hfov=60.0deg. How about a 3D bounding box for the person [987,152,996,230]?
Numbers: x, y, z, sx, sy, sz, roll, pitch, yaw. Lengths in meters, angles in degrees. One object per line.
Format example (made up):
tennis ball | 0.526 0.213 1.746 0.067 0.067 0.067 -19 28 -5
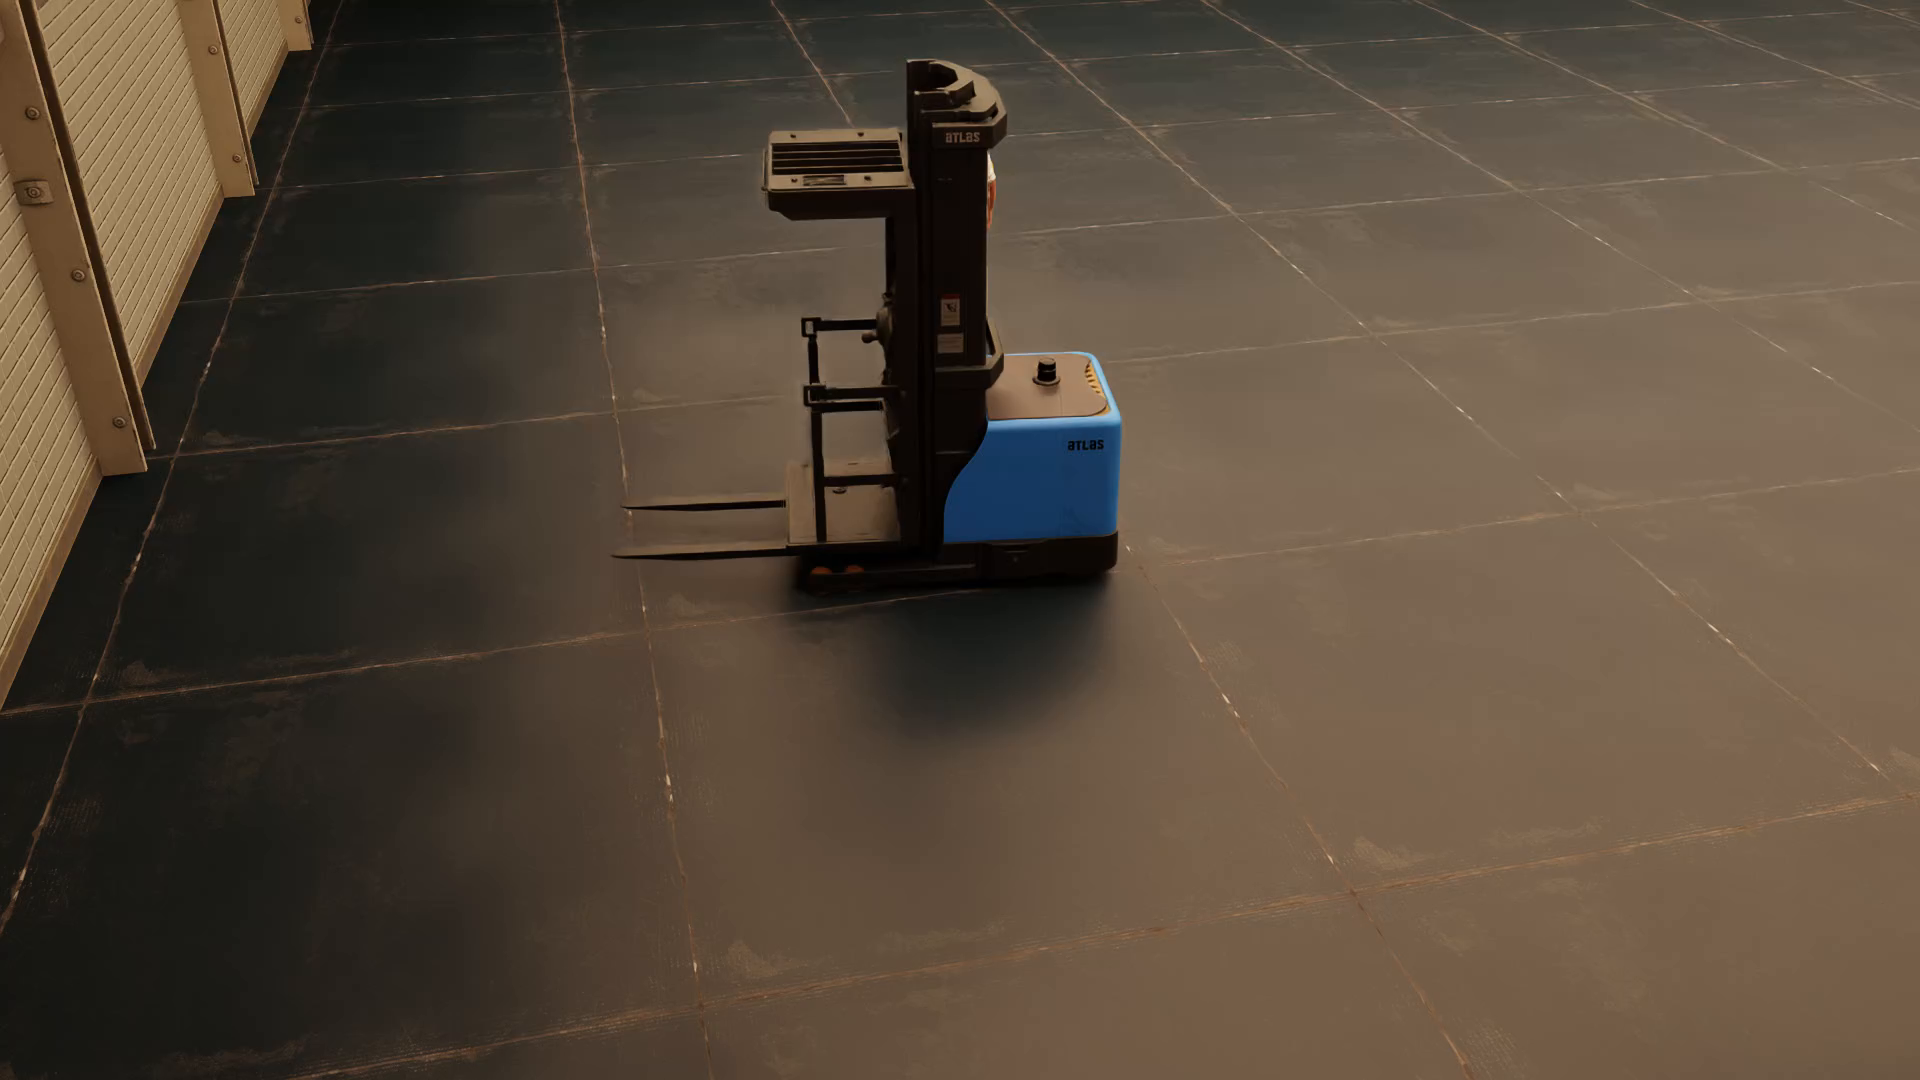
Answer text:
person | -0.045 -2.559 13.127 0.640 1.781 0.576 -11 32 -18

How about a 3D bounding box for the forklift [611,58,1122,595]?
forklift | -0.597 -1.217 9.677 3.031 2.935 1.130 -3 30 -5
